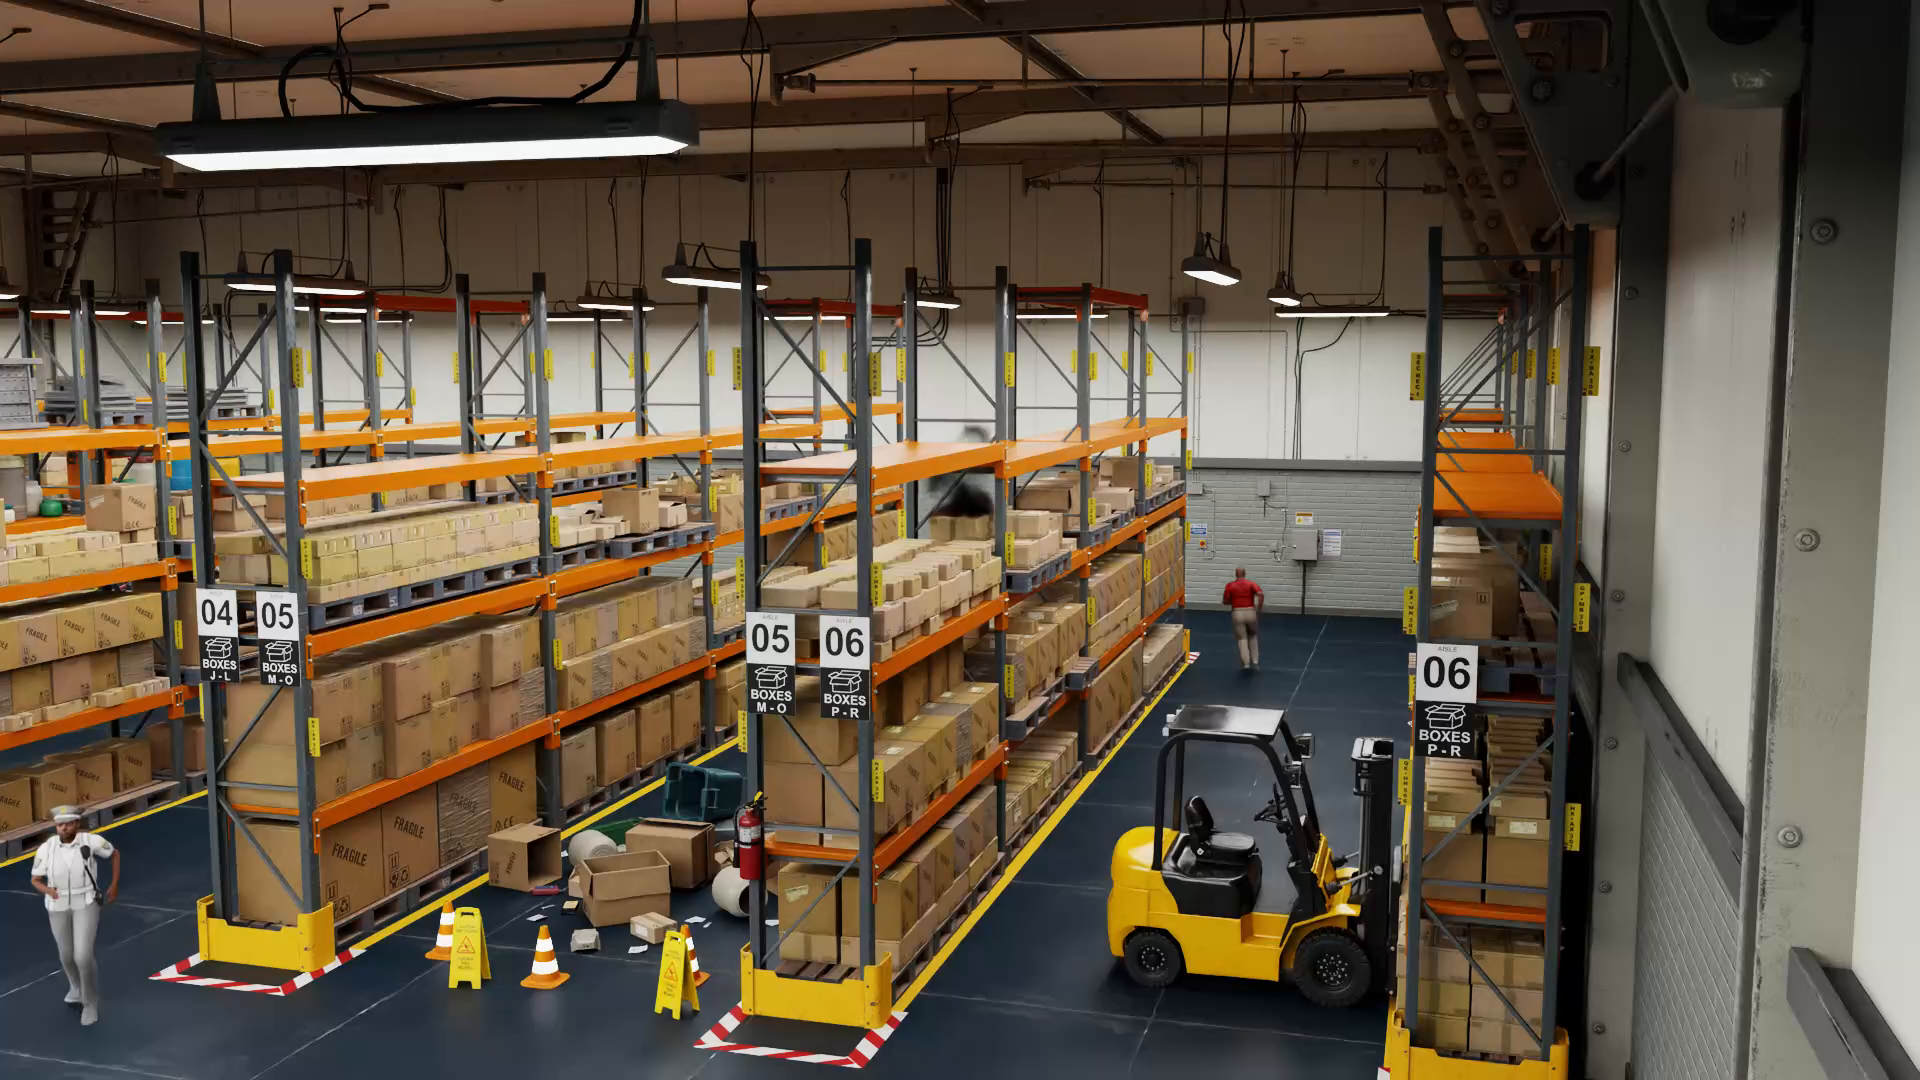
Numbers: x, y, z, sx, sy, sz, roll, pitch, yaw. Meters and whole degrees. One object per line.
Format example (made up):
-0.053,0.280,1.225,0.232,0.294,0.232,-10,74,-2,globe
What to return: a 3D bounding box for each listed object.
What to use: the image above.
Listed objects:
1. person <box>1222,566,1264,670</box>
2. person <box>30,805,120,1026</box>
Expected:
4.594,1.323,27.041,0.655,1.780,0.799,1,6,6,person
-6.887,2.902,12.963,0.589,1.760,0.739,-2,7,-16,person
